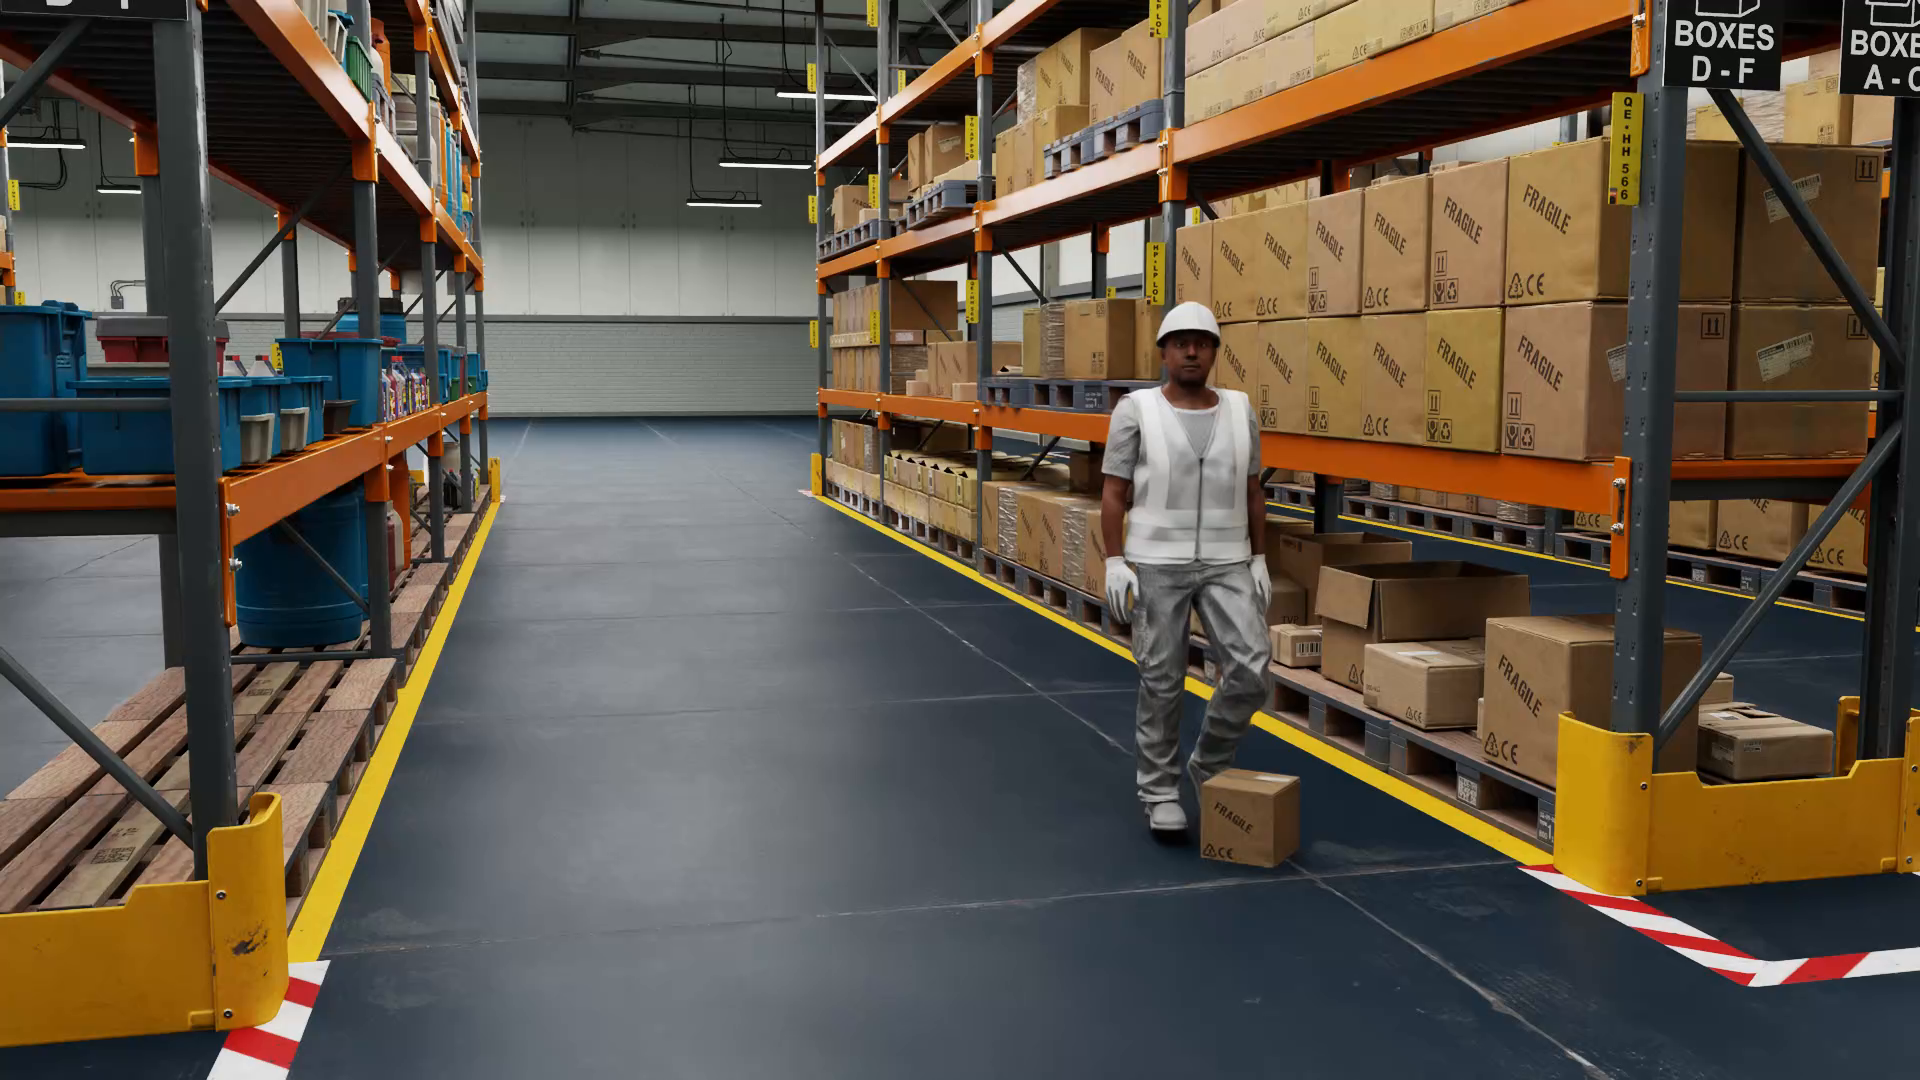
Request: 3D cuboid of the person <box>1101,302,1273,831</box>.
[{"bbox_3d":[0.774,0.113,5.540,0.602,1.802,0.451,-1,6,-5],"label":"person"}]
